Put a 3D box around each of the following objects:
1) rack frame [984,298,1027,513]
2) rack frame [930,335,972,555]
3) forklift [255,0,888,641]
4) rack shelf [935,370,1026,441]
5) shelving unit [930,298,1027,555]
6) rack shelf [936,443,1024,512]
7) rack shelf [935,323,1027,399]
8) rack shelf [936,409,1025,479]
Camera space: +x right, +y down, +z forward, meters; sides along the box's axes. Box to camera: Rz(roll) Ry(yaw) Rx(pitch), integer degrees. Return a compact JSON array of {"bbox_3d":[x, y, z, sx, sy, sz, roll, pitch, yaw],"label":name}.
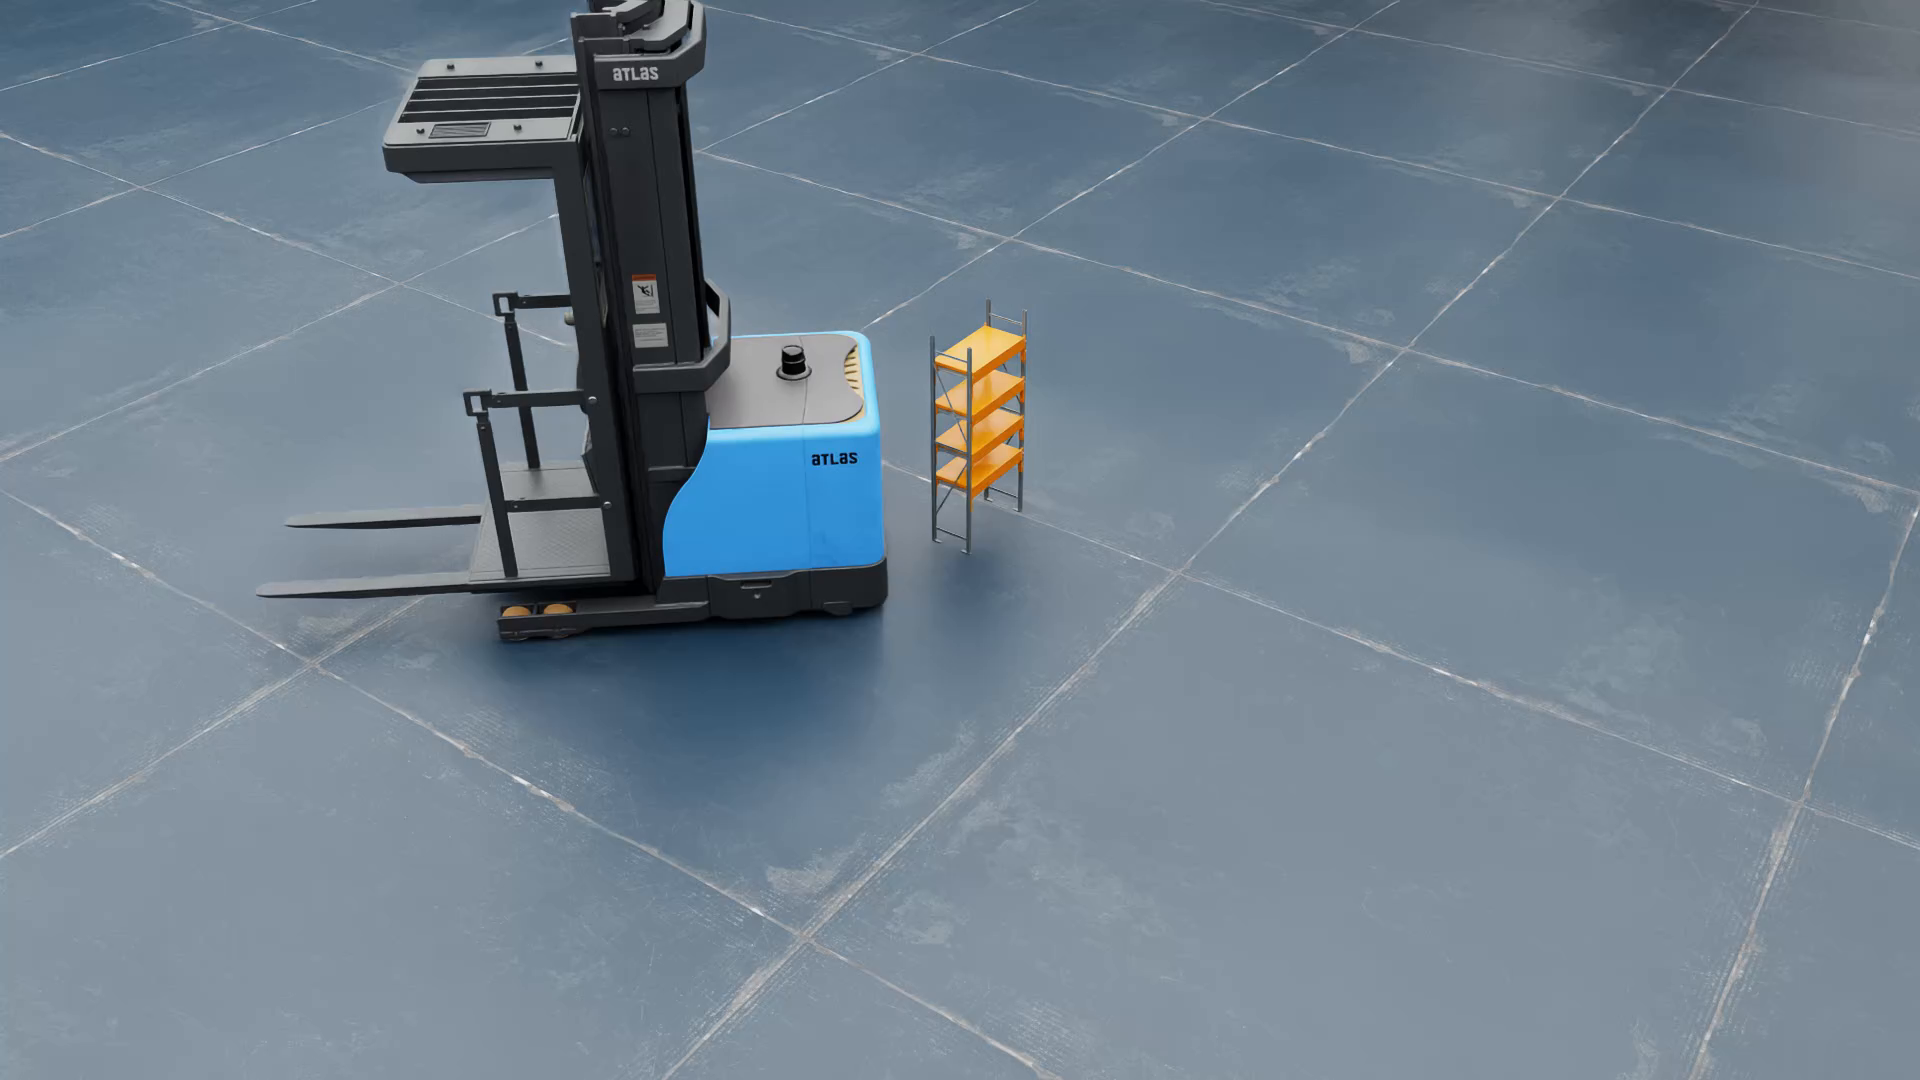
[{"bbox_3d":[0.234,-0.685,8.693,0.240,1.200,0.015,21,39,28],"label":"rack frame"},{"bbox_3d":[-0.045,-0.461,8.360,0.240,1.200,0.015,21,39,28],"label":"rack frame"},{"bbox_3d":[-1.906,-1.039,7.671,3.031,2.935,1.130,-3,34,-5],"label":"forklift"},{"bbox_3d":[0.094,-0.703,8.439,0.258,0.148,0.480,21,39,28],"label":"rack shelf"},{"bbox_3d":[0.094,-0.573,8.527,0.258,1.200,0.503,21,39,28],"label":"shelving unit"},{"bbox_3d":[0.094,-0.353,8.675,0.258,0.148,0.480,21,39,28],"label":"rack shelf"},{"bbox_3d":[0.094,-0.899,8.306,0.258,0.148,0.480,21,39,28],"label":"rack shelf"},{"bbox_3d":[0.094,-0.517,8.564,0.258,0.148,0.480,21,39,28],"label":"rack shelf"}]
